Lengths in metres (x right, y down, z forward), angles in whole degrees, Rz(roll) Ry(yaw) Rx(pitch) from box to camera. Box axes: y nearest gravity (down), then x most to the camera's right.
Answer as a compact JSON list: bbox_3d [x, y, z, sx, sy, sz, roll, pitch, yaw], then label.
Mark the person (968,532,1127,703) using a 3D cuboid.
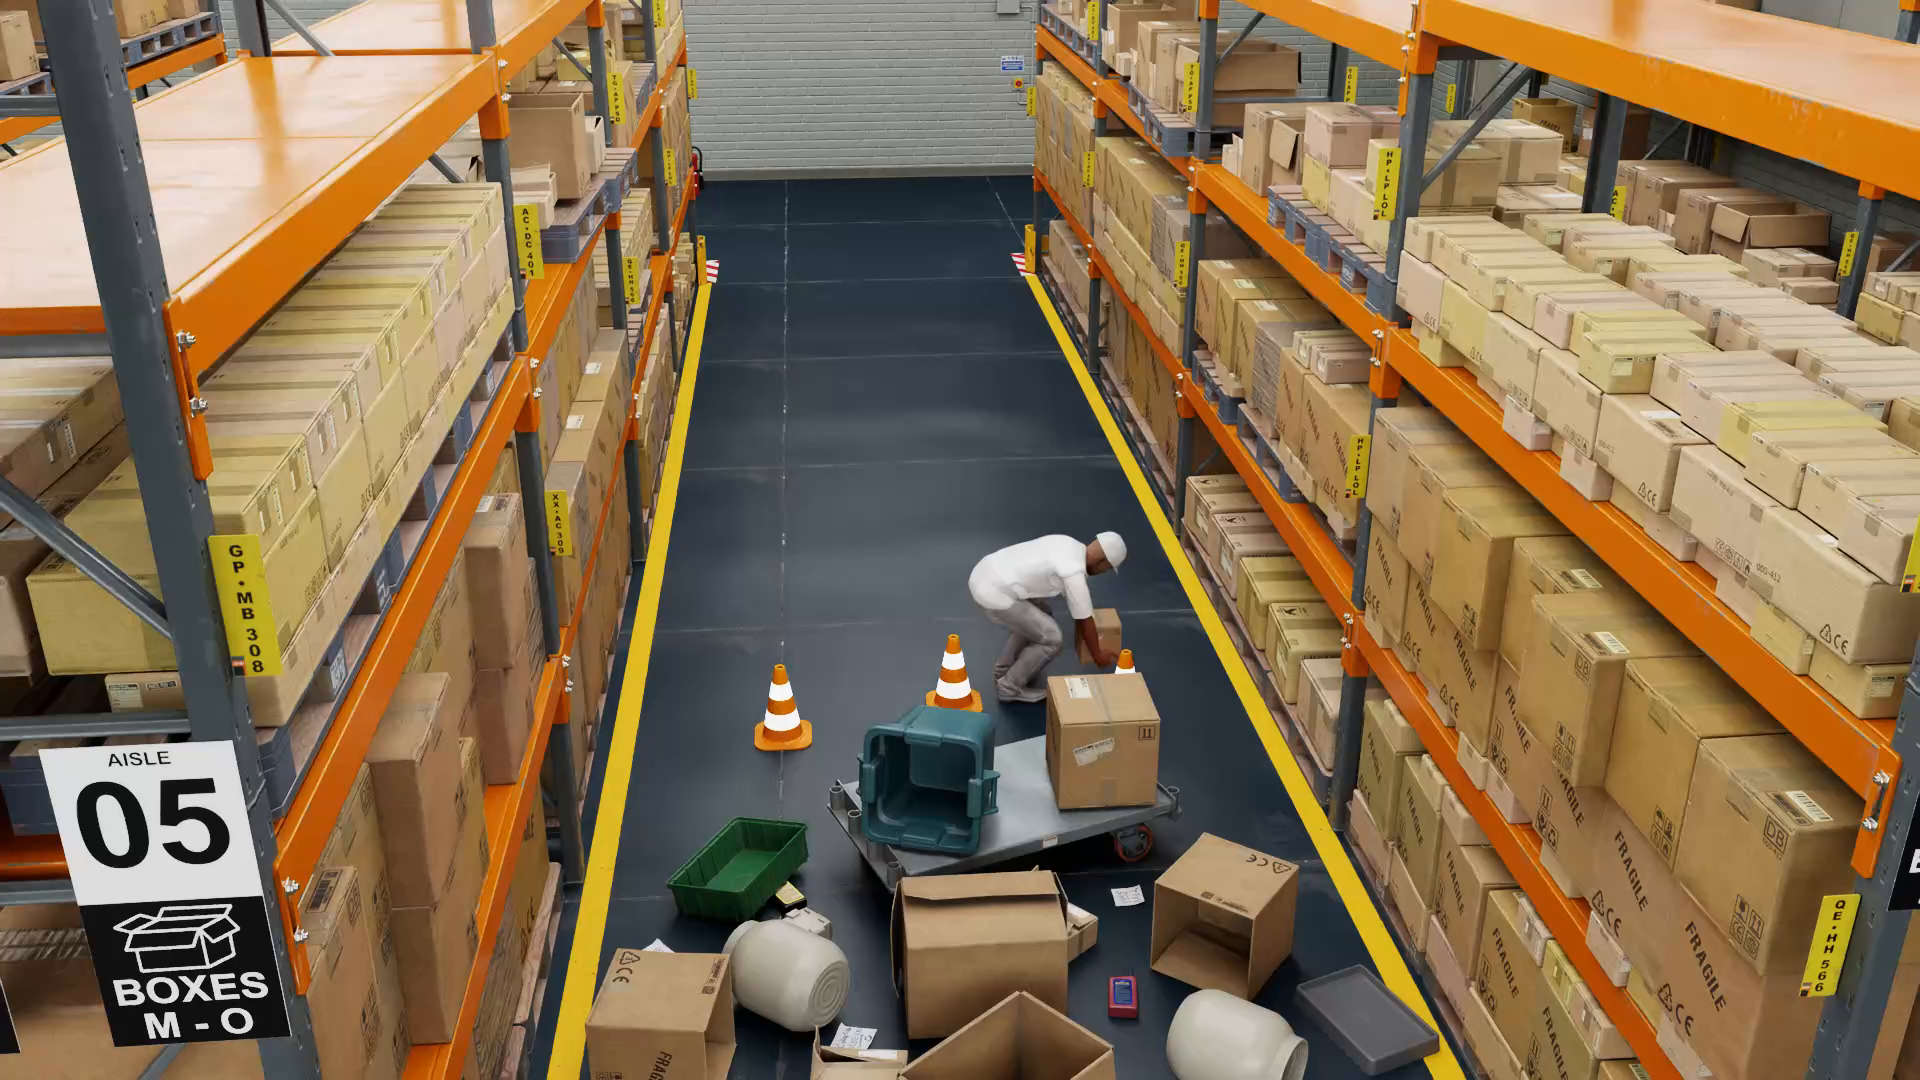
[{"bbox_3d":[0.537,0.447,10.202,0.963,1.022,0.523,-3,24,-7],"label":"person"}]
